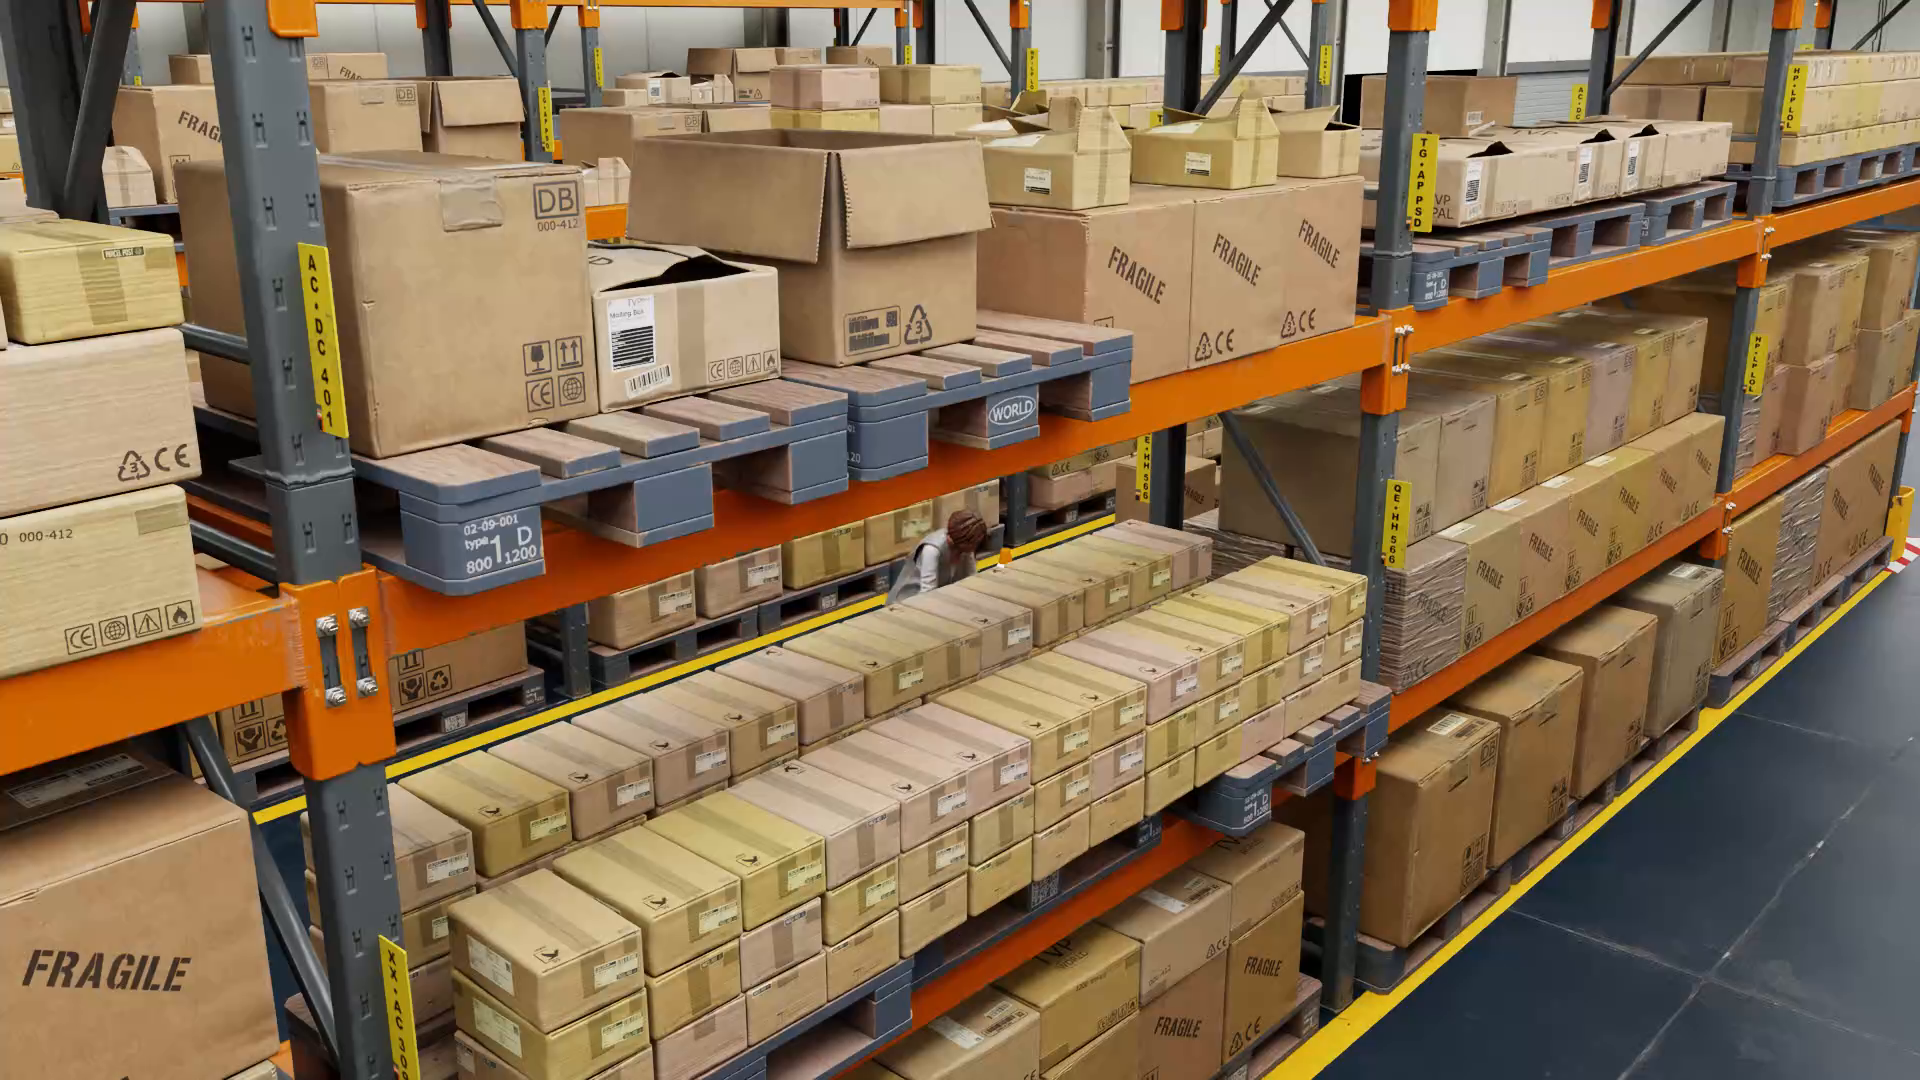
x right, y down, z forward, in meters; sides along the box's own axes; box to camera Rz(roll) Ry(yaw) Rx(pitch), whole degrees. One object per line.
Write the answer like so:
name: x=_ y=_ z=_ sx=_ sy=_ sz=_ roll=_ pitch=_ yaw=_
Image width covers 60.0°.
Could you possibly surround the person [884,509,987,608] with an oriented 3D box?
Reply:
person: x=-0.107 y=0.450 z=9.066 sx=0.621 sy=1.336 sz=0.461 roll=15 pitch=23 yaw=40
